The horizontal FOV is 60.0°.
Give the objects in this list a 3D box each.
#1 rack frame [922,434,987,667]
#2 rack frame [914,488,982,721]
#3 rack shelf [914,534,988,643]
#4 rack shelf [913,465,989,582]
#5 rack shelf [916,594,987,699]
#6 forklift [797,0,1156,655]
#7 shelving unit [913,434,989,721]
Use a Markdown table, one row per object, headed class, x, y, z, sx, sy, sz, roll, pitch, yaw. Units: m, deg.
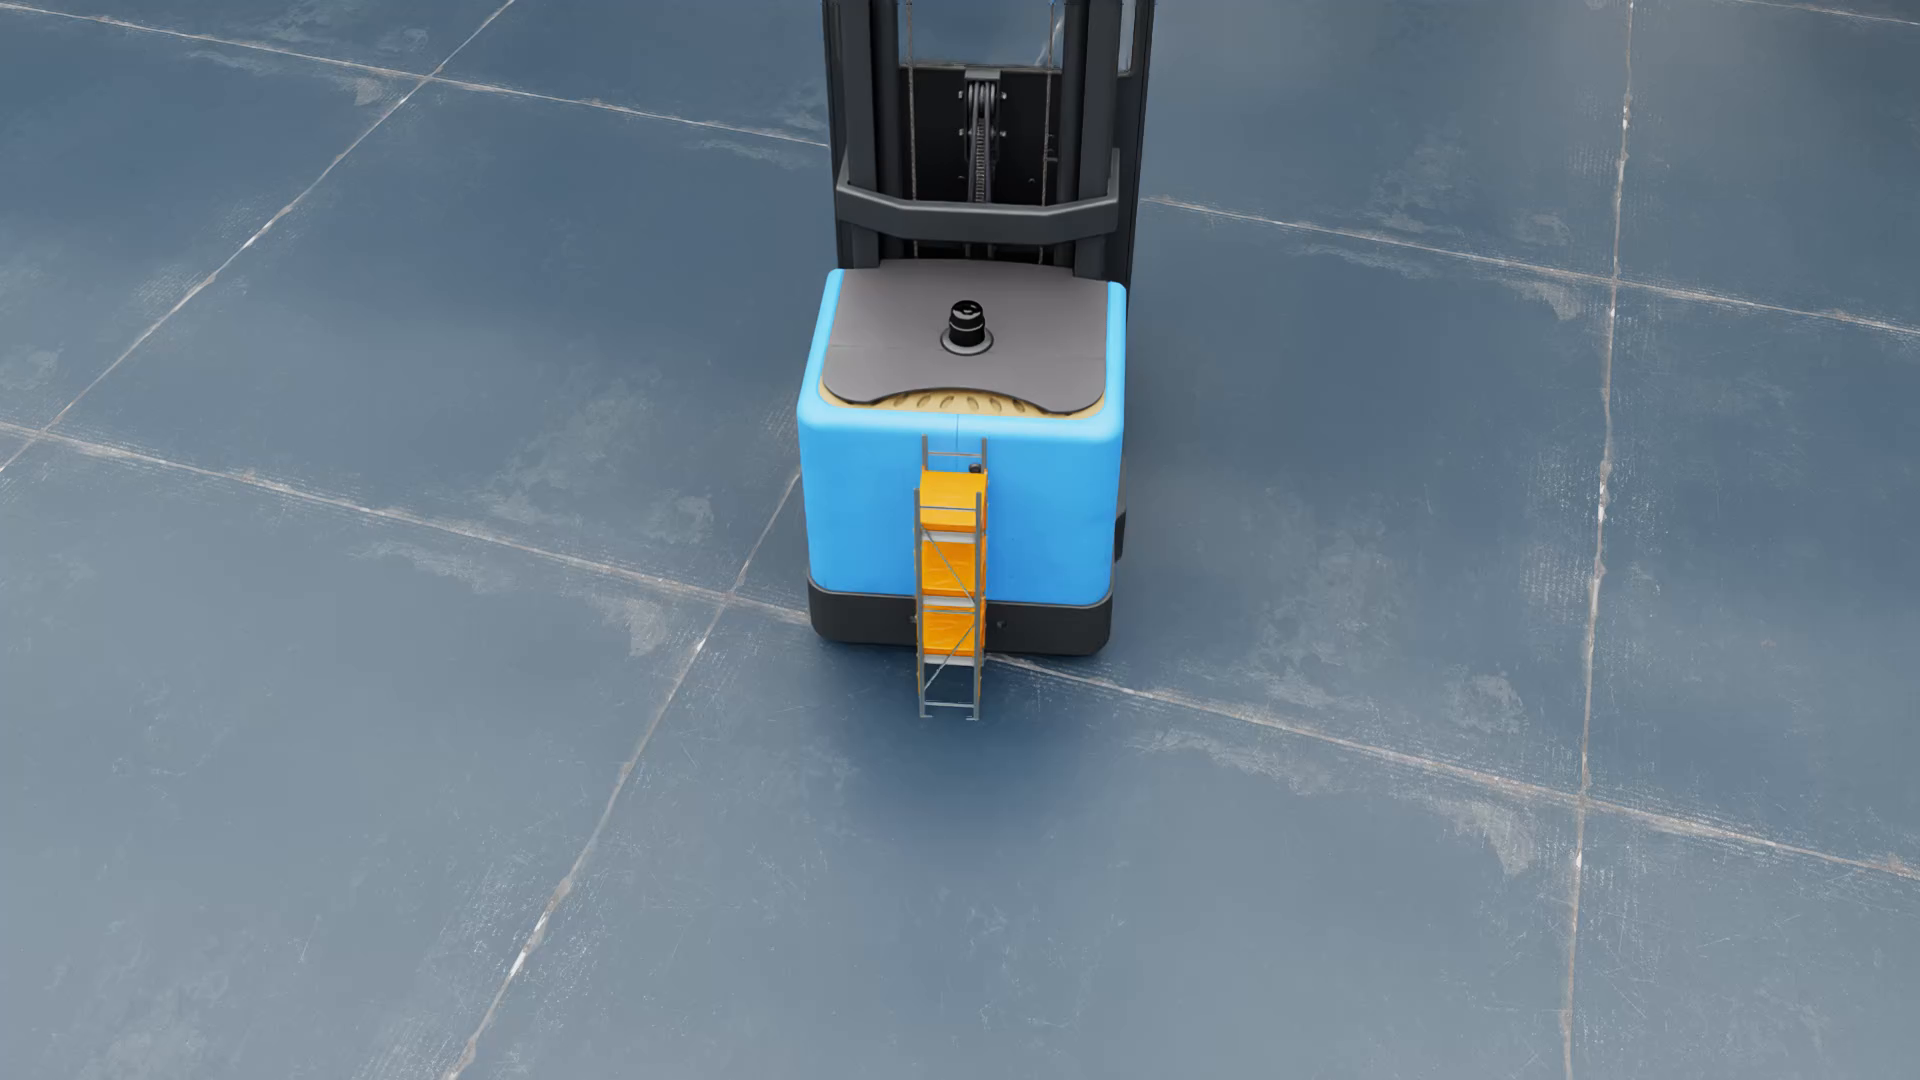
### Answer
| class | x | y | z | sx | sy | sz | roll | pitch | yaw |
| --- | --- | --- | --- | --- | --- | --- | --- | --- | --- |
| rack frame | -0.017 | 0.059 | 5.439 | 0.200 | 1.050 | 0.008 | 3 | 44 | 3 |
| rack frame | -0.036 | 0.229 | 5.265 | 0.200 | 1.050 | 0.008 | 3 | 44 | 3 |
| rack shelf | -0.027 | 0.152 | 5.359 | 0.215 | 0.259 | 0.240 | 3 | 44 | 3 |
| rack shelf | -0.027 | -0.051 | 5.161 | 0.215 | 0.259 | 0.240 | 3 | 44 | 3 |
| rack shelf | -0.027 | 0.350 | 5.554 | 0.215 | 0.259 | 0.240 | 3 | 44 | 3 |
| forklift | 0.112 | -1.676 | 5.868 | 1.130 | 2.935 | 3.031 | 3 | 44 | 3 |
| shelving unit | -0.027 | 0.144 | 5.352 | 0.215 | 1.050 | 0.252 | 3 | 44 | 3 |
